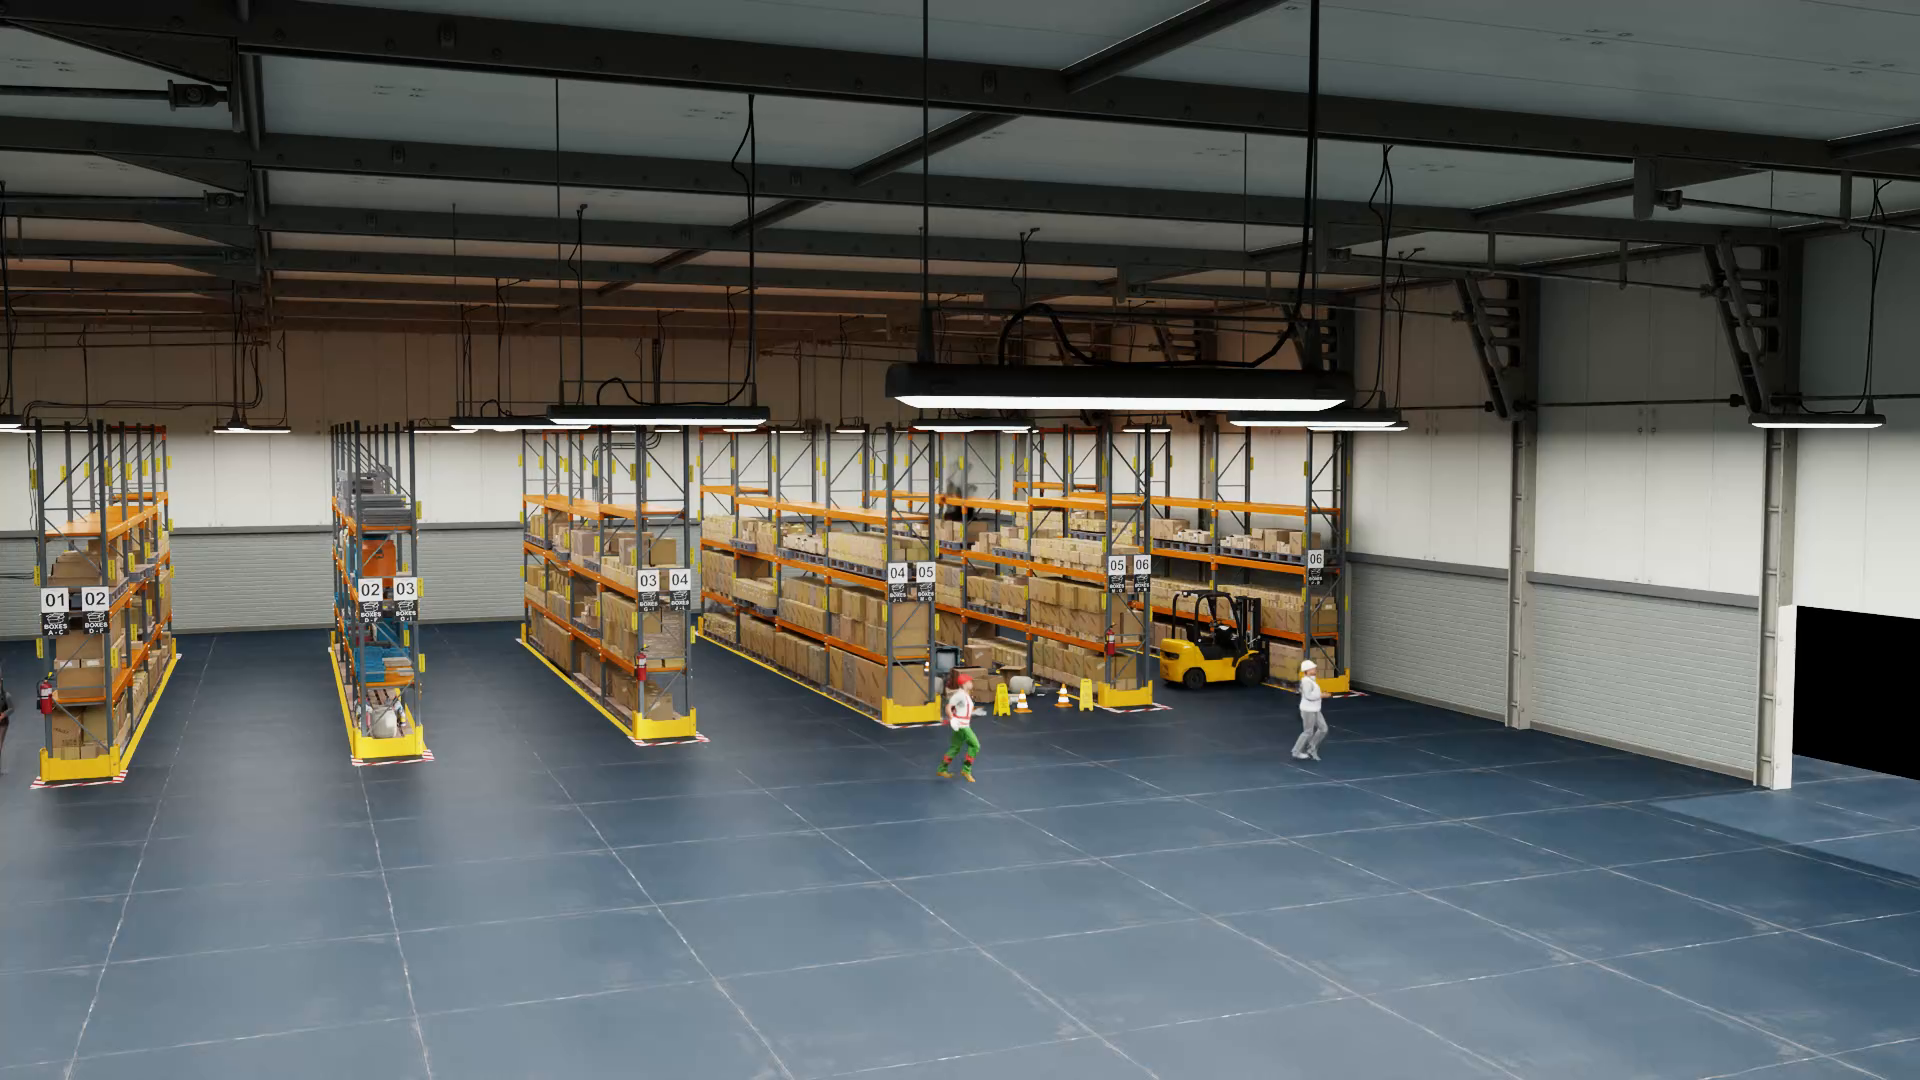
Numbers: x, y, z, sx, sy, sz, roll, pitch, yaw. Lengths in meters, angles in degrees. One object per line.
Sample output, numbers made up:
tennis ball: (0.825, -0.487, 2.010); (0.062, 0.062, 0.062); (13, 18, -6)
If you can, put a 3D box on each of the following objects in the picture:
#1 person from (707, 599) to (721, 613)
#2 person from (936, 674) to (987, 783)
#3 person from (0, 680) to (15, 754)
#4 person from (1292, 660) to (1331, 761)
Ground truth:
person: (-7.295, 1.865, 49.541); (0.554, 1.530, 0.643); (0, 4, 2)
person: (0.022, 3.122, 27.562); (0.838, 1.807, 0.565); (0, 4, 0)
person: (-16.202, 3.135, 27.888); (0.634, 1.683, 0.659); (-2, 4, -35)
person: (6.198, 3.019, 29.257); (0.687, 1.806, 0.638); (1, 4, 23)
